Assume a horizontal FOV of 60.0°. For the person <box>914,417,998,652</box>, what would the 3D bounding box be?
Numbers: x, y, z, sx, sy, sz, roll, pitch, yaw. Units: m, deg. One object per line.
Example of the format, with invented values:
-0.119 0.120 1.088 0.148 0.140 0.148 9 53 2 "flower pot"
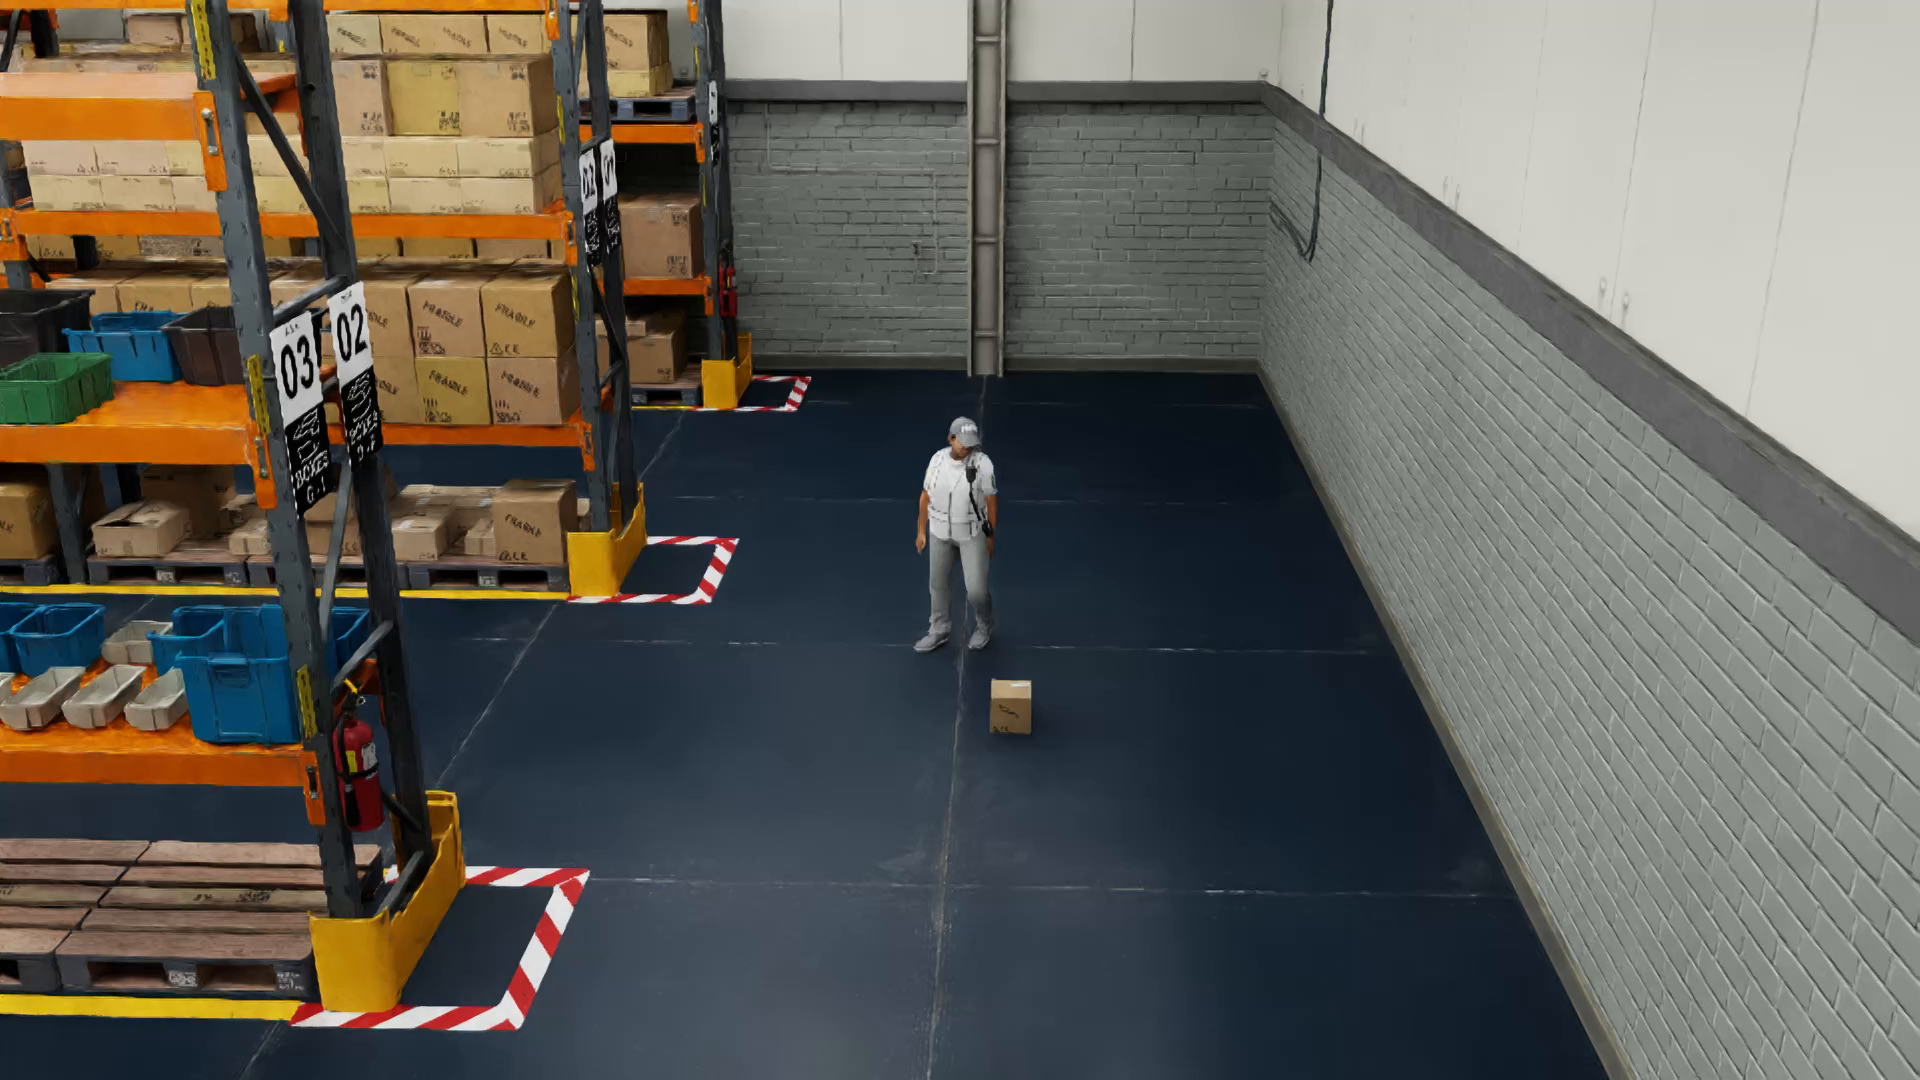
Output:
-0.012 -0.040 11.143 0.531 1.658 0.416 9 23 21 "person"
